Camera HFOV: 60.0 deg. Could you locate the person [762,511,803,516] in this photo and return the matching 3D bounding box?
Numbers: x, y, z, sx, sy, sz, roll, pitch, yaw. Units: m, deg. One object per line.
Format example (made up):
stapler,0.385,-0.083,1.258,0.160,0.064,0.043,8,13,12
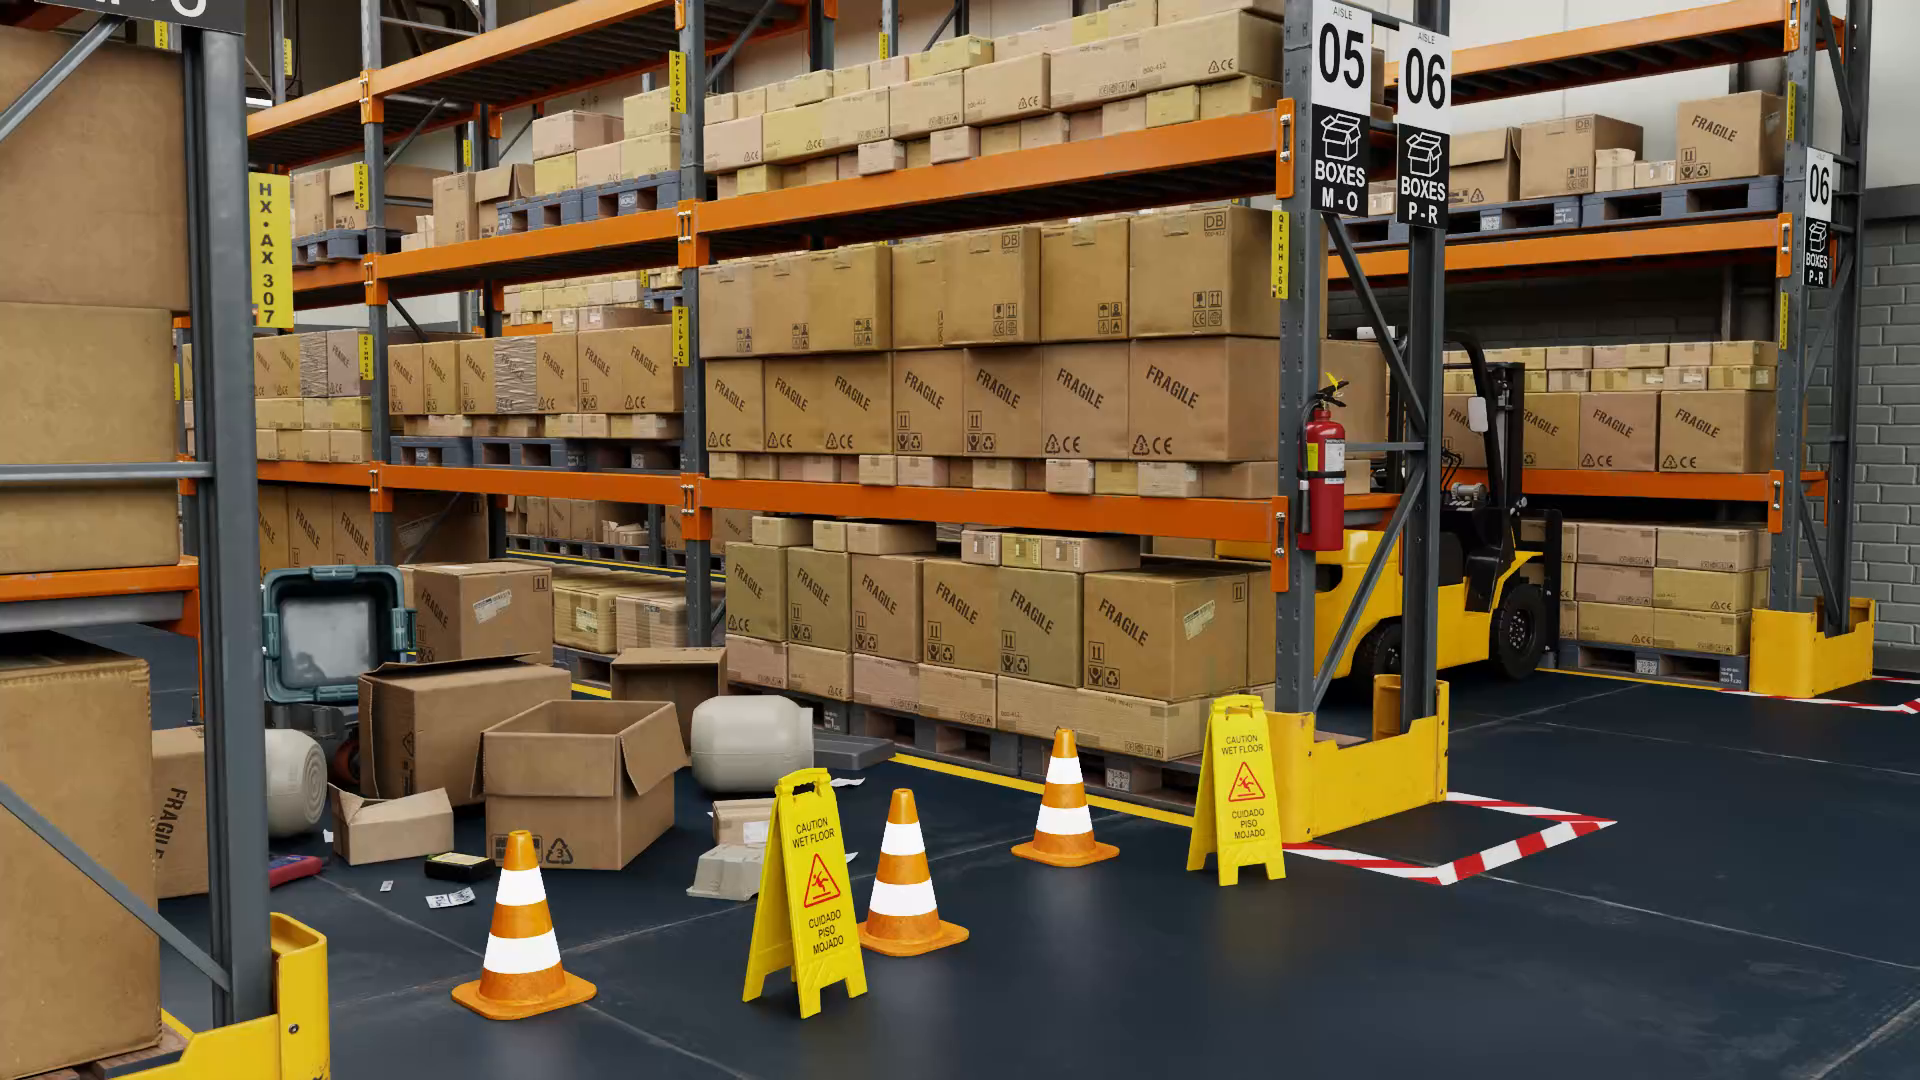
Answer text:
person,-1.208,-0.057,11.898,0.541,1.652,0.413,-4,6,-44
